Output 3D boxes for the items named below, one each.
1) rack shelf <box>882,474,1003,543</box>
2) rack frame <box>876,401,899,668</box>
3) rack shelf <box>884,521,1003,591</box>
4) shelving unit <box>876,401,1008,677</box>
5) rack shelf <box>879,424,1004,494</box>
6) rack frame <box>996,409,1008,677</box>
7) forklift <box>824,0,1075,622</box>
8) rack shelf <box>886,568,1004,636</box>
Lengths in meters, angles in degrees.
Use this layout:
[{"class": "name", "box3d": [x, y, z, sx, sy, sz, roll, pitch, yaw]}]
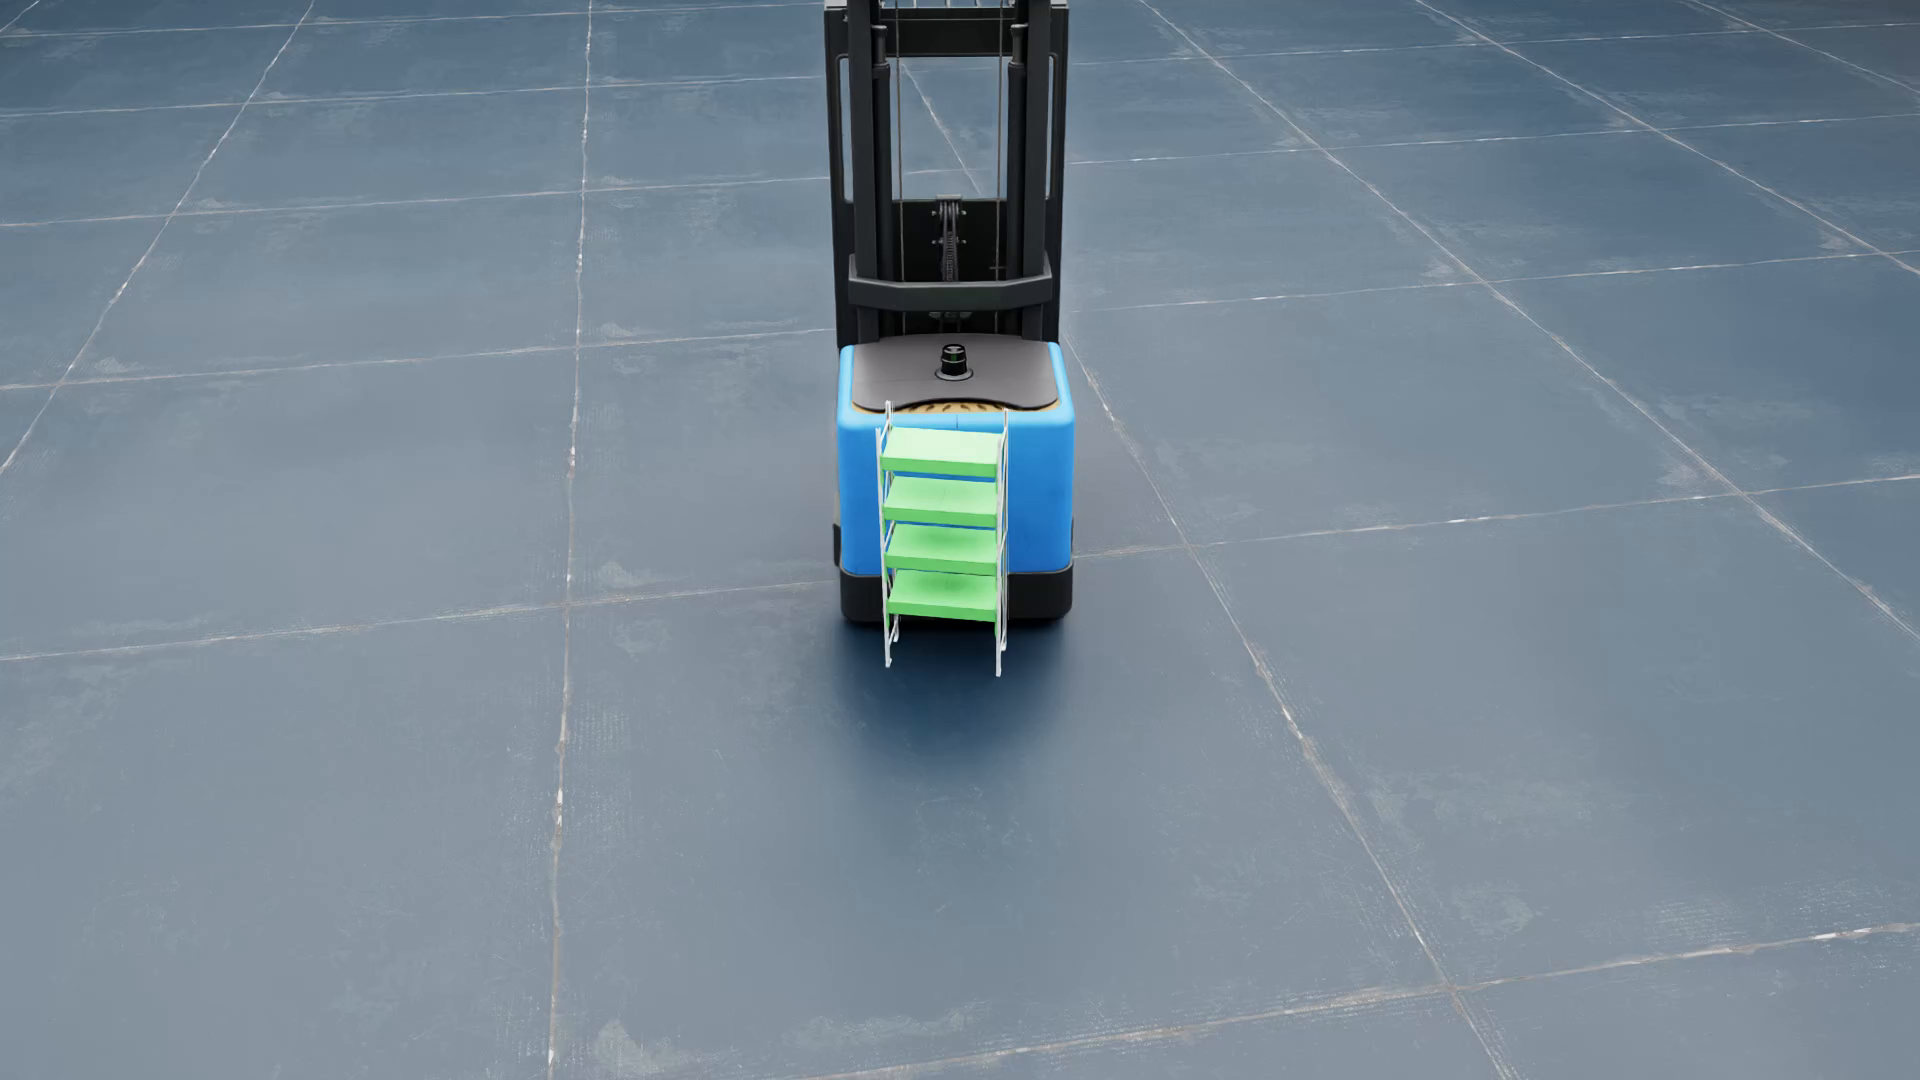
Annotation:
[{"class": "rack shelf", "box3d": [-0.066, -0.133, 6.932, 0.480, 0.148, 0.258, 4, 34, 7]}, {"class": "rack frame", "box3d": [-0.306, -0.005, 7.060, 0.015, 1.200, 0.240, 4, 34, 7]}, {"class": "rack shelf", "box3d": [-0.064, 0.066, 7.065, 0.480, 0.148, 0.258, 4, 34, 7]}, {"class": "shelving unit", "box3d": [-0.065, 0.013, 7.030, 0.503, 1.200, 0.258, 4, 34, 7]}, {"class": "rack shelf", "box3d": [-0.068, -0.333, 6.798, 0.480, 0.148, 0.258, 4, 34, 7]}, {"class": "rack frame", "box3d": [0.177, 0.031, 6.999, 0.015, 1.200, 0.240, 4, 34, 7]}, {"class": "forklift", "box3d": [-0.071, -1.608, 8.092, 1.130, 2.935, 3.031, -1, 30, -2]}, {"class": "rack shelf", "box3d": [-0.062, 0.266, 7.198, 0.480, 0.148, 0.258, 4, 34, 7]}]
